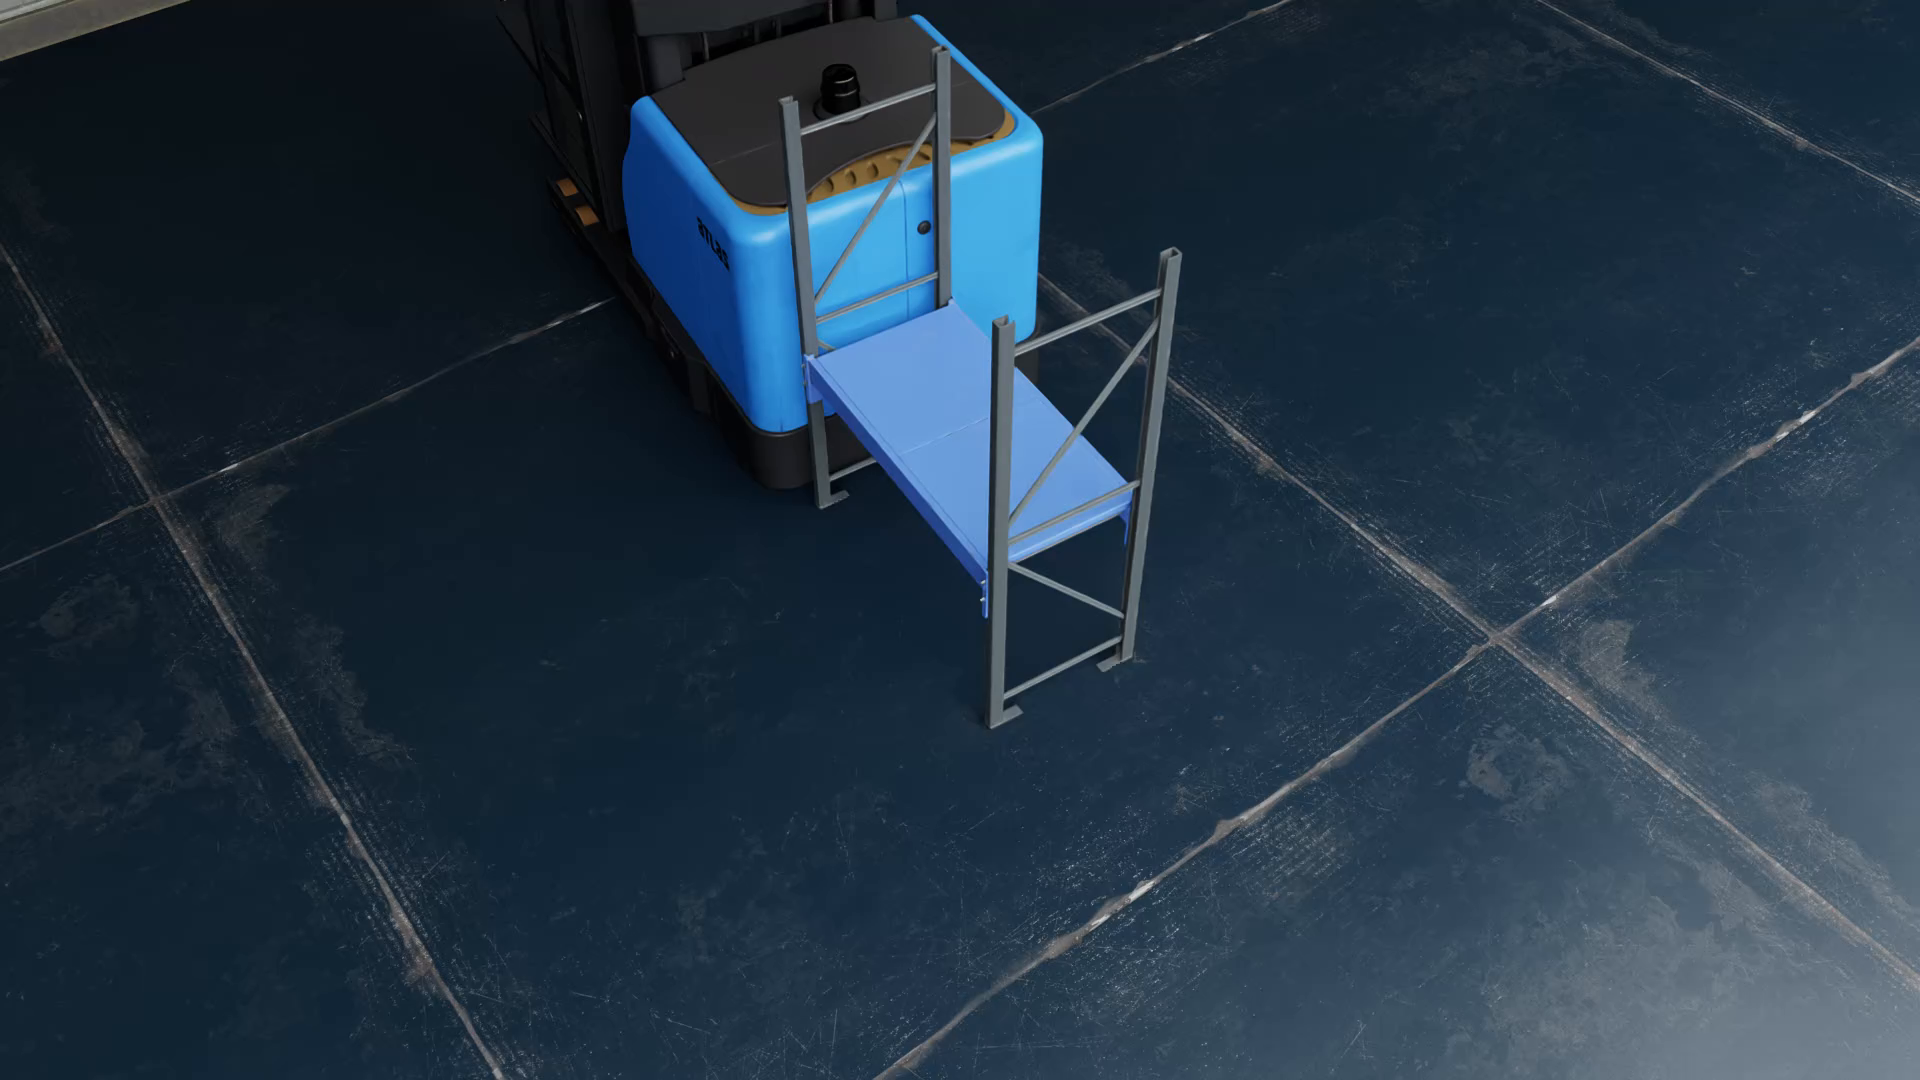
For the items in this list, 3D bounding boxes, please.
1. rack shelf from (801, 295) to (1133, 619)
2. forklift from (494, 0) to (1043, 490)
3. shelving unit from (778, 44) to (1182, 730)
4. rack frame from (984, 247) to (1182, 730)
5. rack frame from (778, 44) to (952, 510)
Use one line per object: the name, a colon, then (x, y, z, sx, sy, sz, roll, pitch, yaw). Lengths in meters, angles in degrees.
rack shelf: (0.023, -0.266, 4.722, 0.538, 0.185, 1.000, -25, 52, -21)
forklift: (-0.909, -2.233, 5.296, 1.130, 2.935, 3.031, -23, 52, -20)
shelving unit: (0.023, -0.387, 4.589, 0.538, 1.500, 1.048, -25, 52, -21)
rack frame: (0.291, -0.067, 4.298, 0.500, 1.500, 0.032, -25, 52, -21)
rack frame: (-0.245, -0.707, 4.879, 0.500, 1.500, 0.032, -25, 52, -21)
